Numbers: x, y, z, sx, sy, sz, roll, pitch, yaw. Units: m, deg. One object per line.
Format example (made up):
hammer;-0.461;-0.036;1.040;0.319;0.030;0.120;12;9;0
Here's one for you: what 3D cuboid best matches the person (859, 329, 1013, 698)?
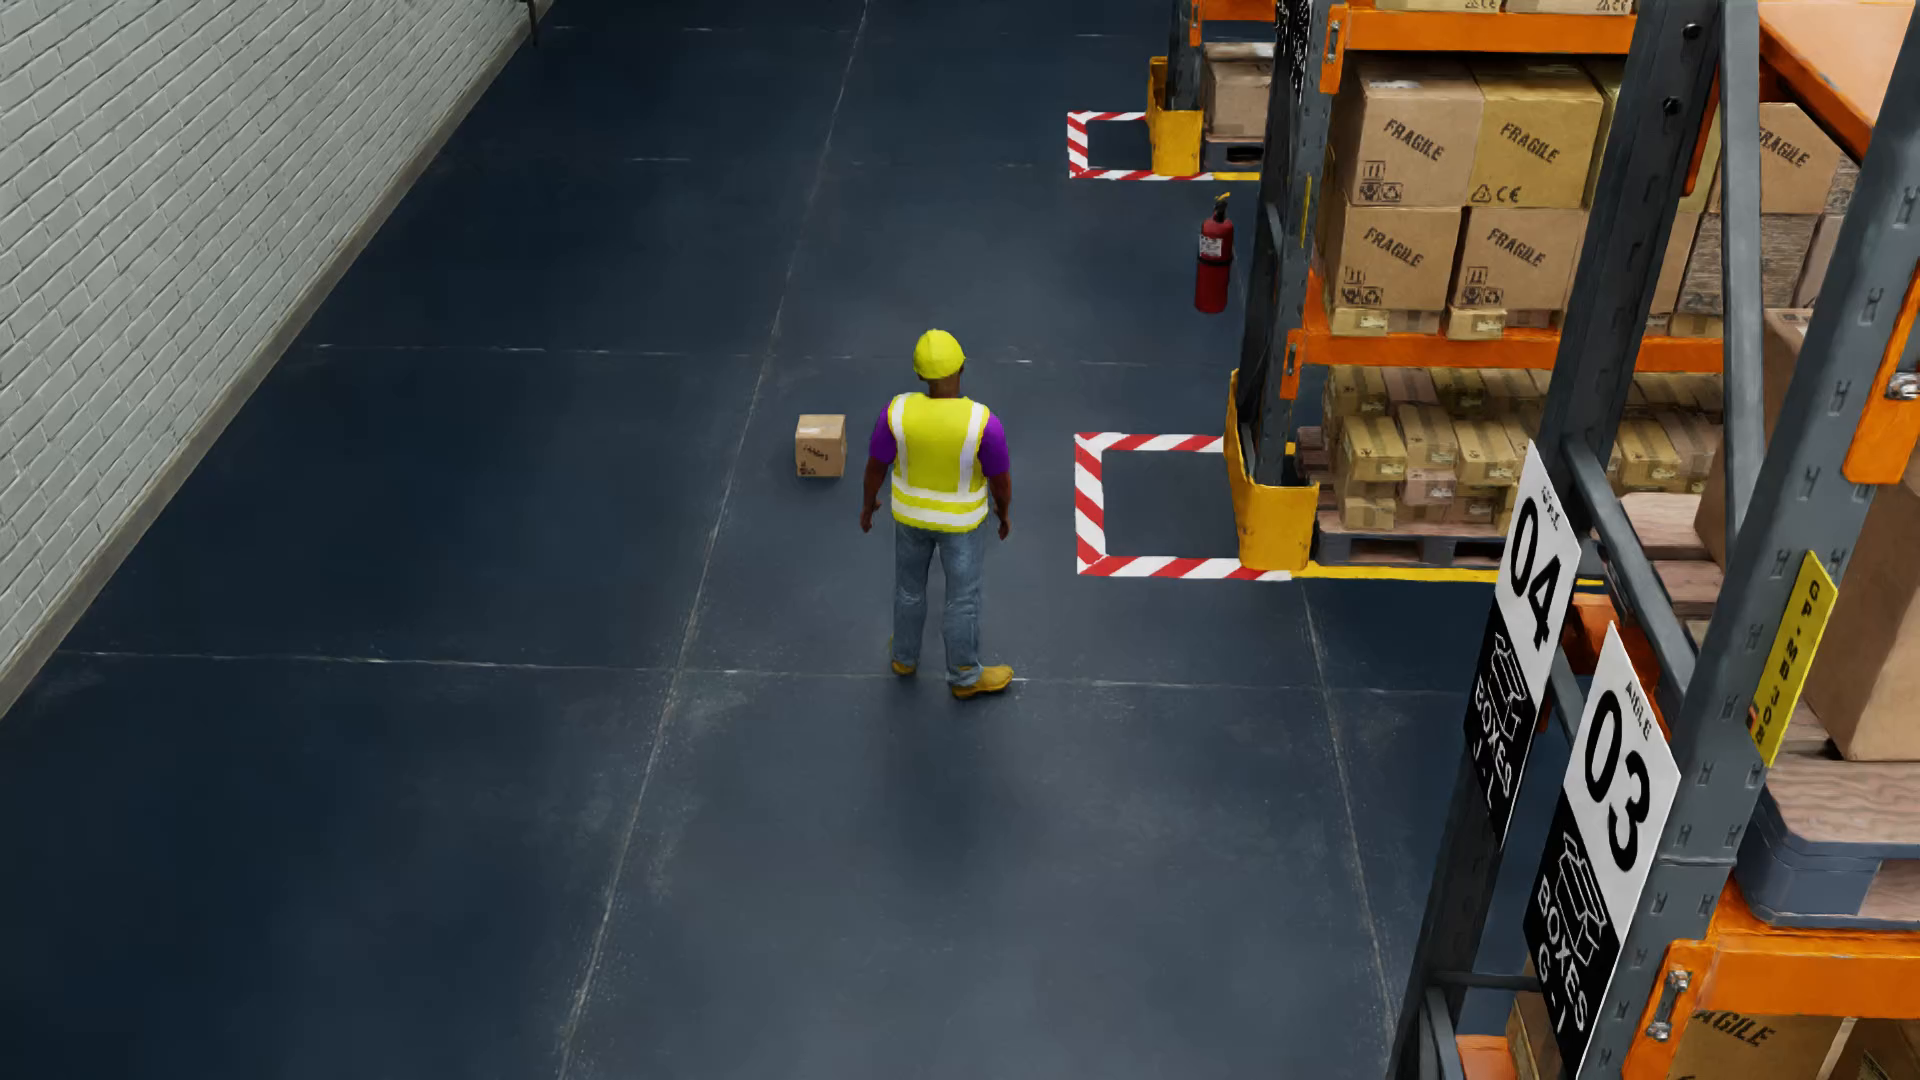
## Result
person;-0.094;-0.125;7.228;0.698;1.768;0.374;9;37;13
